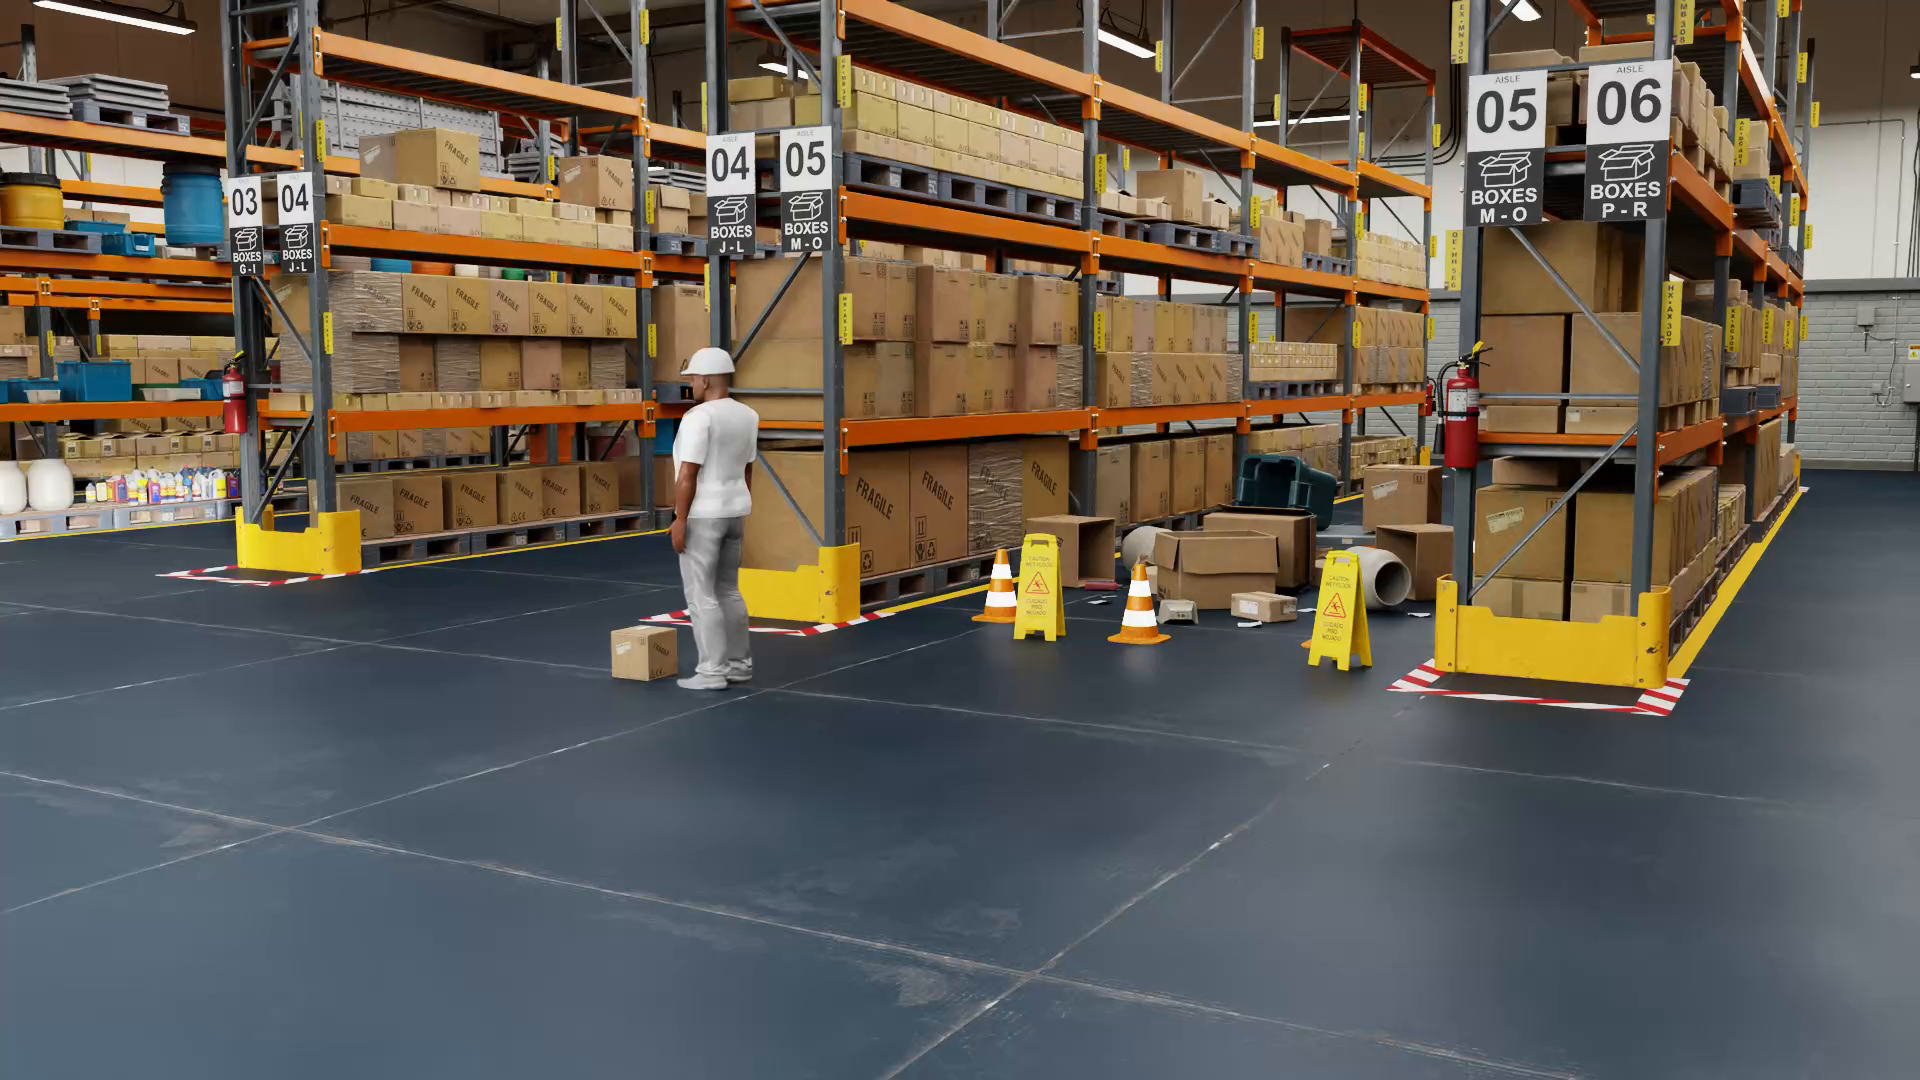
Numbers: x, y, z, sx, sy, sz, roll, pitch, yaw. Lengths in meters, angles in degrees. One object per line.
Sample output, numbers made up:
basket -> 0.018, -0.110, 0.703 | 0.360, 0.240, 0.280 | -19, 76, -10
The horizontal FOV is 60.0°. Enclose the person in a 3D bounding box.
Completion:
person -> -1.295, -0.110, 8.675 | 0.366, 1.775, 0.564 | 3, 7, 30
